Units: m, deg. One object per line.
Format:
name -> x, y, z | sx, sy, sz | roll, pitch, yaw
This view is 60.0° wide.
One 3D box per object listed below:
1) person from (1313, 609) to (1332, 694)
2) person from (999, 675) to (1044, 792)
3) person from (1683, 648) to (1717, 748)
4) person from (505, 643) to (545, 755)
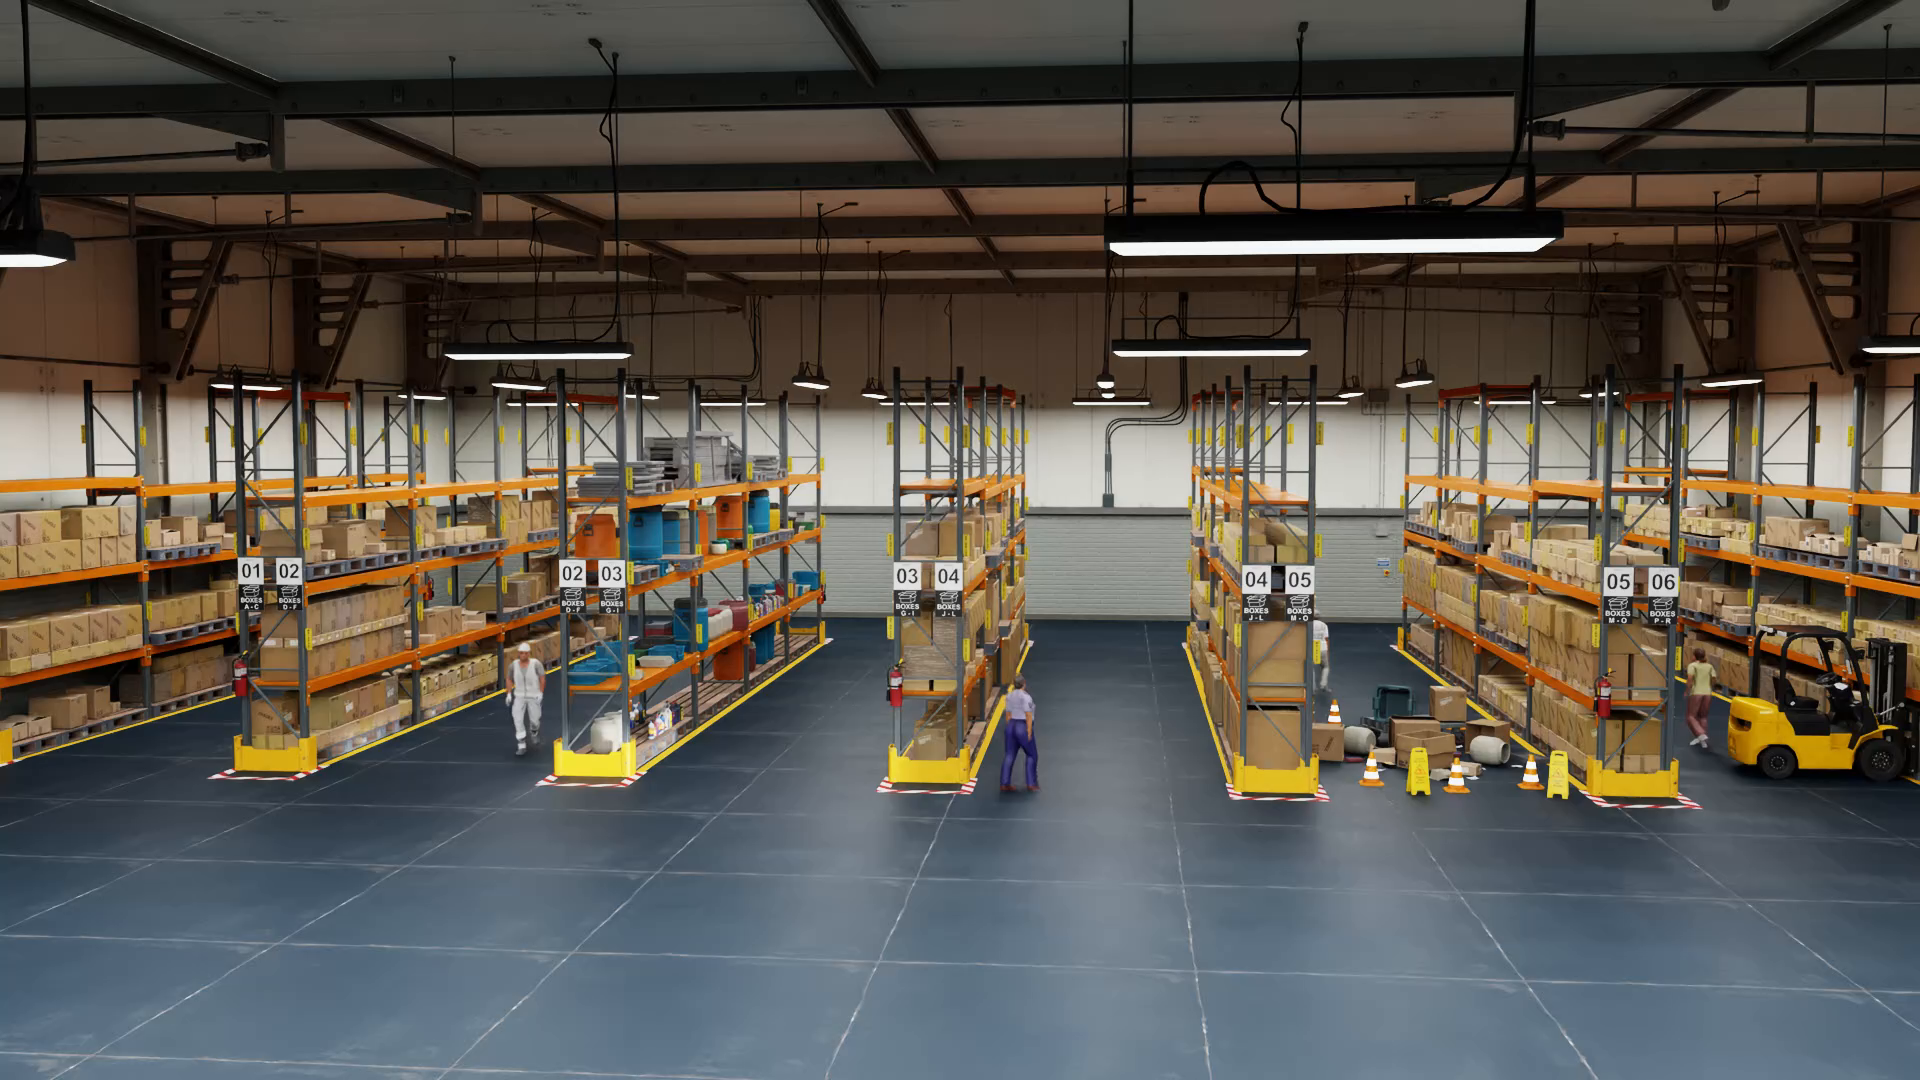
person -> 6.926, 2.177, 32.225 | 0.537, 1.660, 0.522 | 0, 4, 4
person -> 0.825, 2.757, 23.474 | 0.620, 1.696, 0.545 | -3, 5, -42
person -> 11.993, 2.554, 26.826 | 0.531, 1.574, 0.737 | 0, 4, 3
person -> -6.884, 2.489, 26.381 | 0.622, 1.764, 0.703 | 0, 4, -7
